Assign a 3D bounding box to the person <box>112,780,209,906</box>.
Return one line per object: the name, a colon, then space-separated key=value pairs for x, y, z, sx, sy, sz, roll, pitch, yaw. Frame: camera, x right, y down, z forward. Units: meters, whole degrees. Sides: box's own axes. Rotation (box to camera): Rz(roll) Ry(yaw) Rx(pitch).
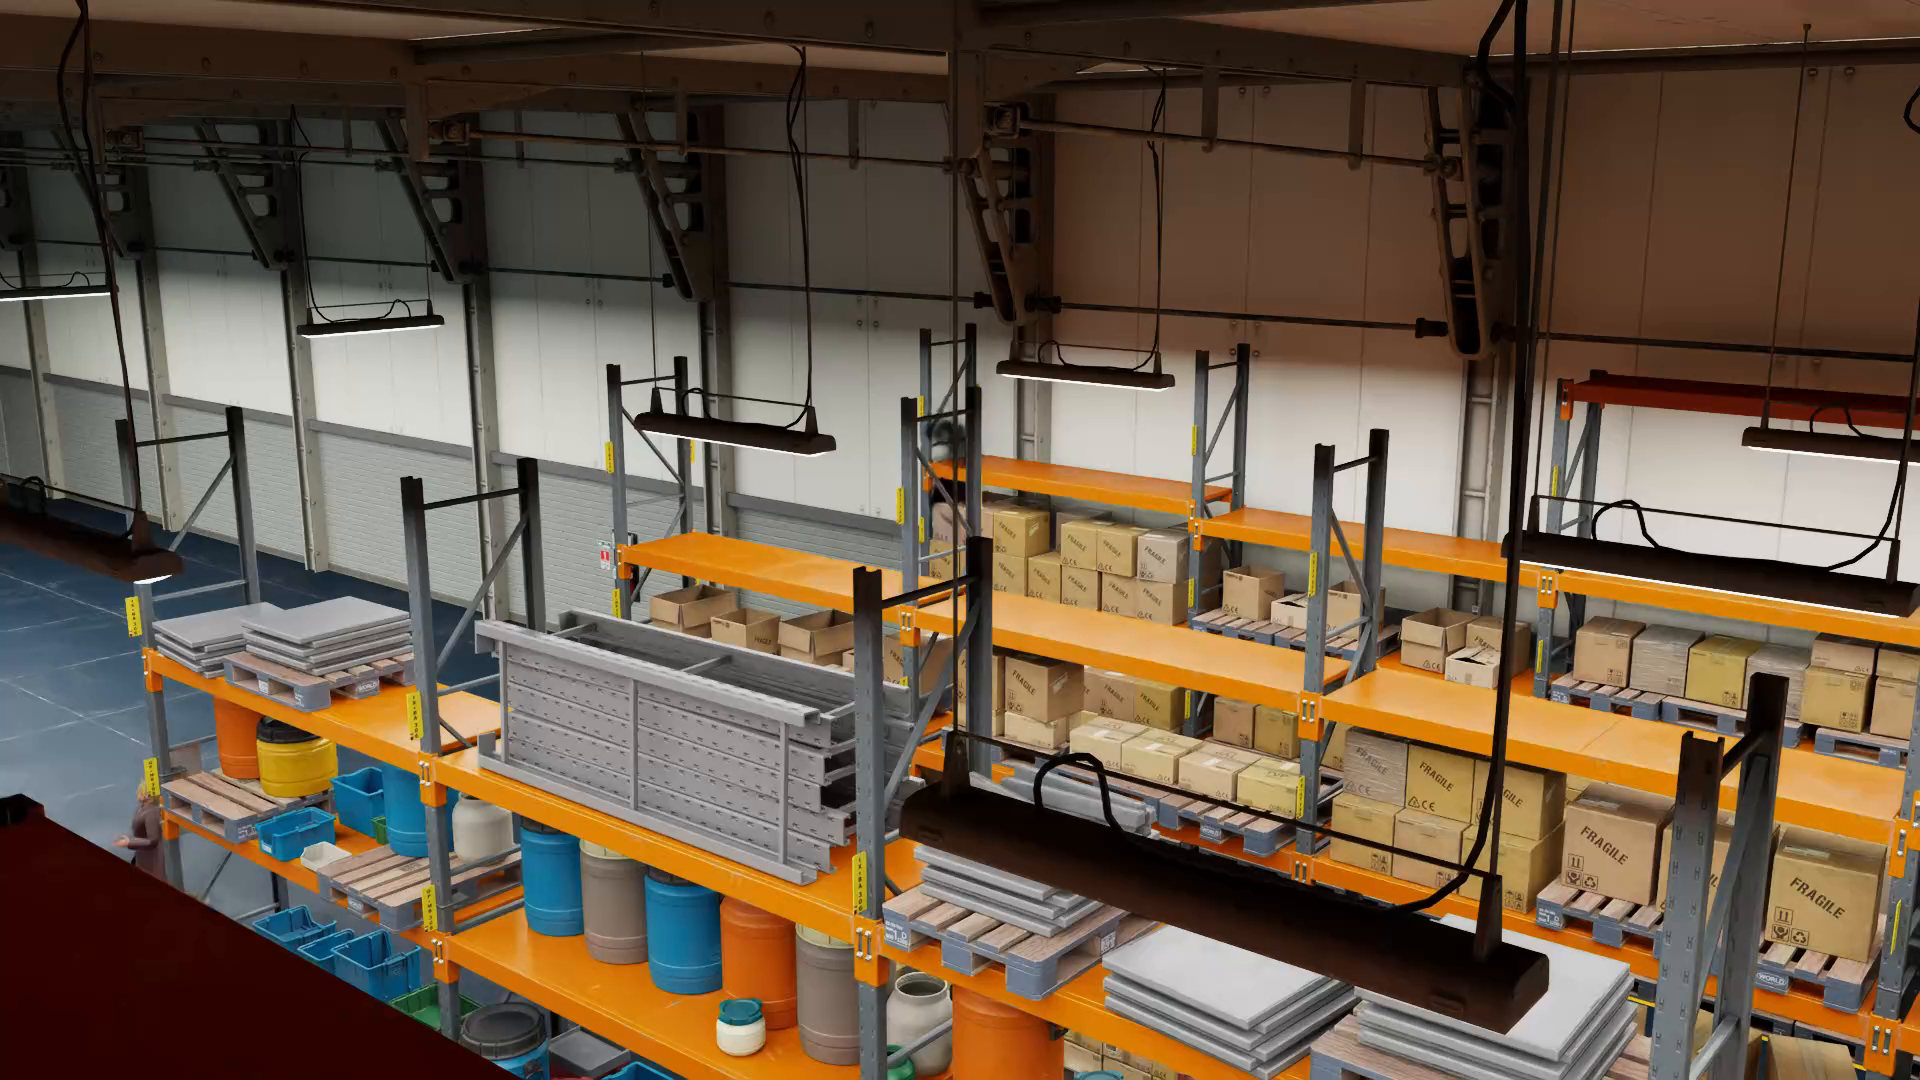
person: x=-8.456 y=3.344 z=17.469 sx=0.953 sy=1.750 sz=0.720 roll=-6 pitch=14 yaw=-23
